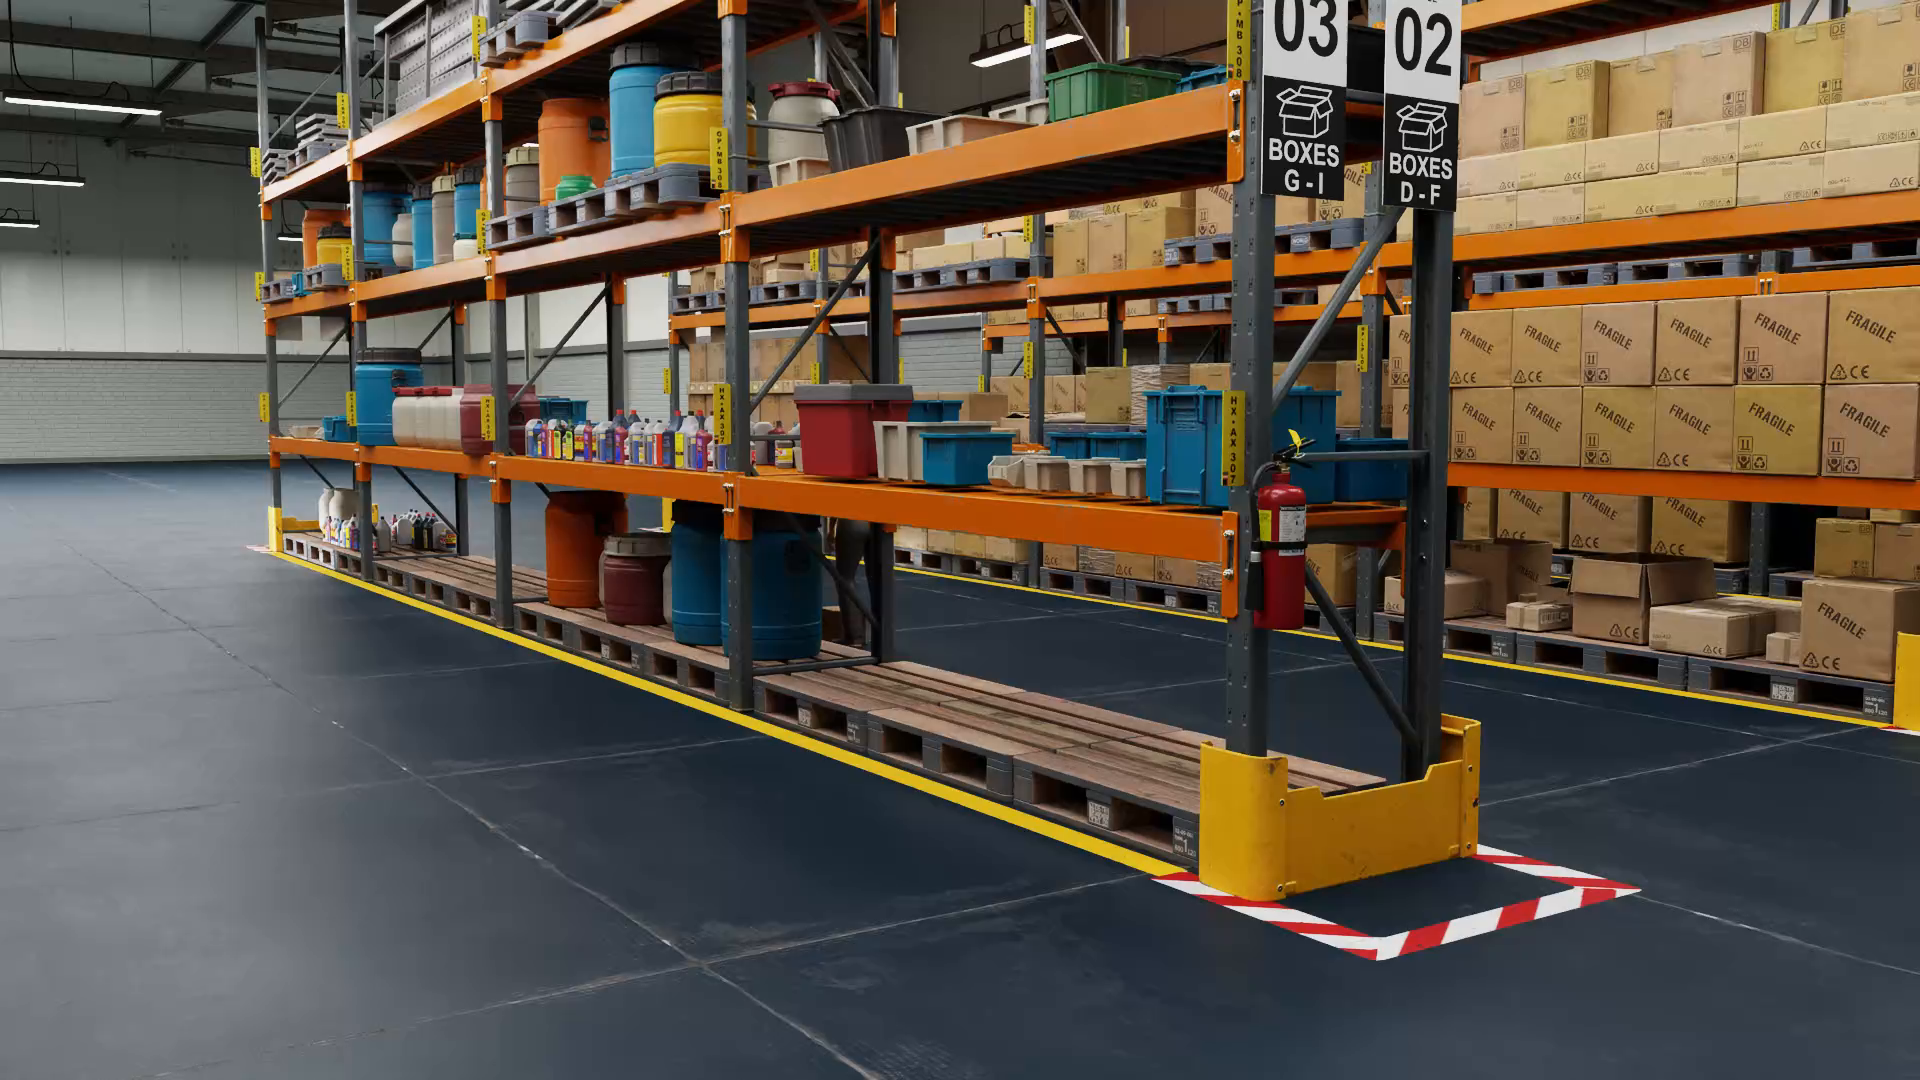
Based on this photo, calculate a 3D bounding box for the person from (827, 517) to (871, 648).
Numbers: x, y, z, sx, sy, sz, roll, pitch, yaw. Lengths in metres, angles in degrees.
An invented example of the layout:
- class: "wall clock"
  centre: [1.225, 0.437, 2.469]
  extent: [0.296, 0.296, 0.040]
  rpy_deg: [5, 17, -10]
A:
- class: "person"
  centre: [-0.682, -0.079, 11.558]
  extent: [0.500, 1.654, 0.353]
  rpy_deg: [-3, 6, -35]
